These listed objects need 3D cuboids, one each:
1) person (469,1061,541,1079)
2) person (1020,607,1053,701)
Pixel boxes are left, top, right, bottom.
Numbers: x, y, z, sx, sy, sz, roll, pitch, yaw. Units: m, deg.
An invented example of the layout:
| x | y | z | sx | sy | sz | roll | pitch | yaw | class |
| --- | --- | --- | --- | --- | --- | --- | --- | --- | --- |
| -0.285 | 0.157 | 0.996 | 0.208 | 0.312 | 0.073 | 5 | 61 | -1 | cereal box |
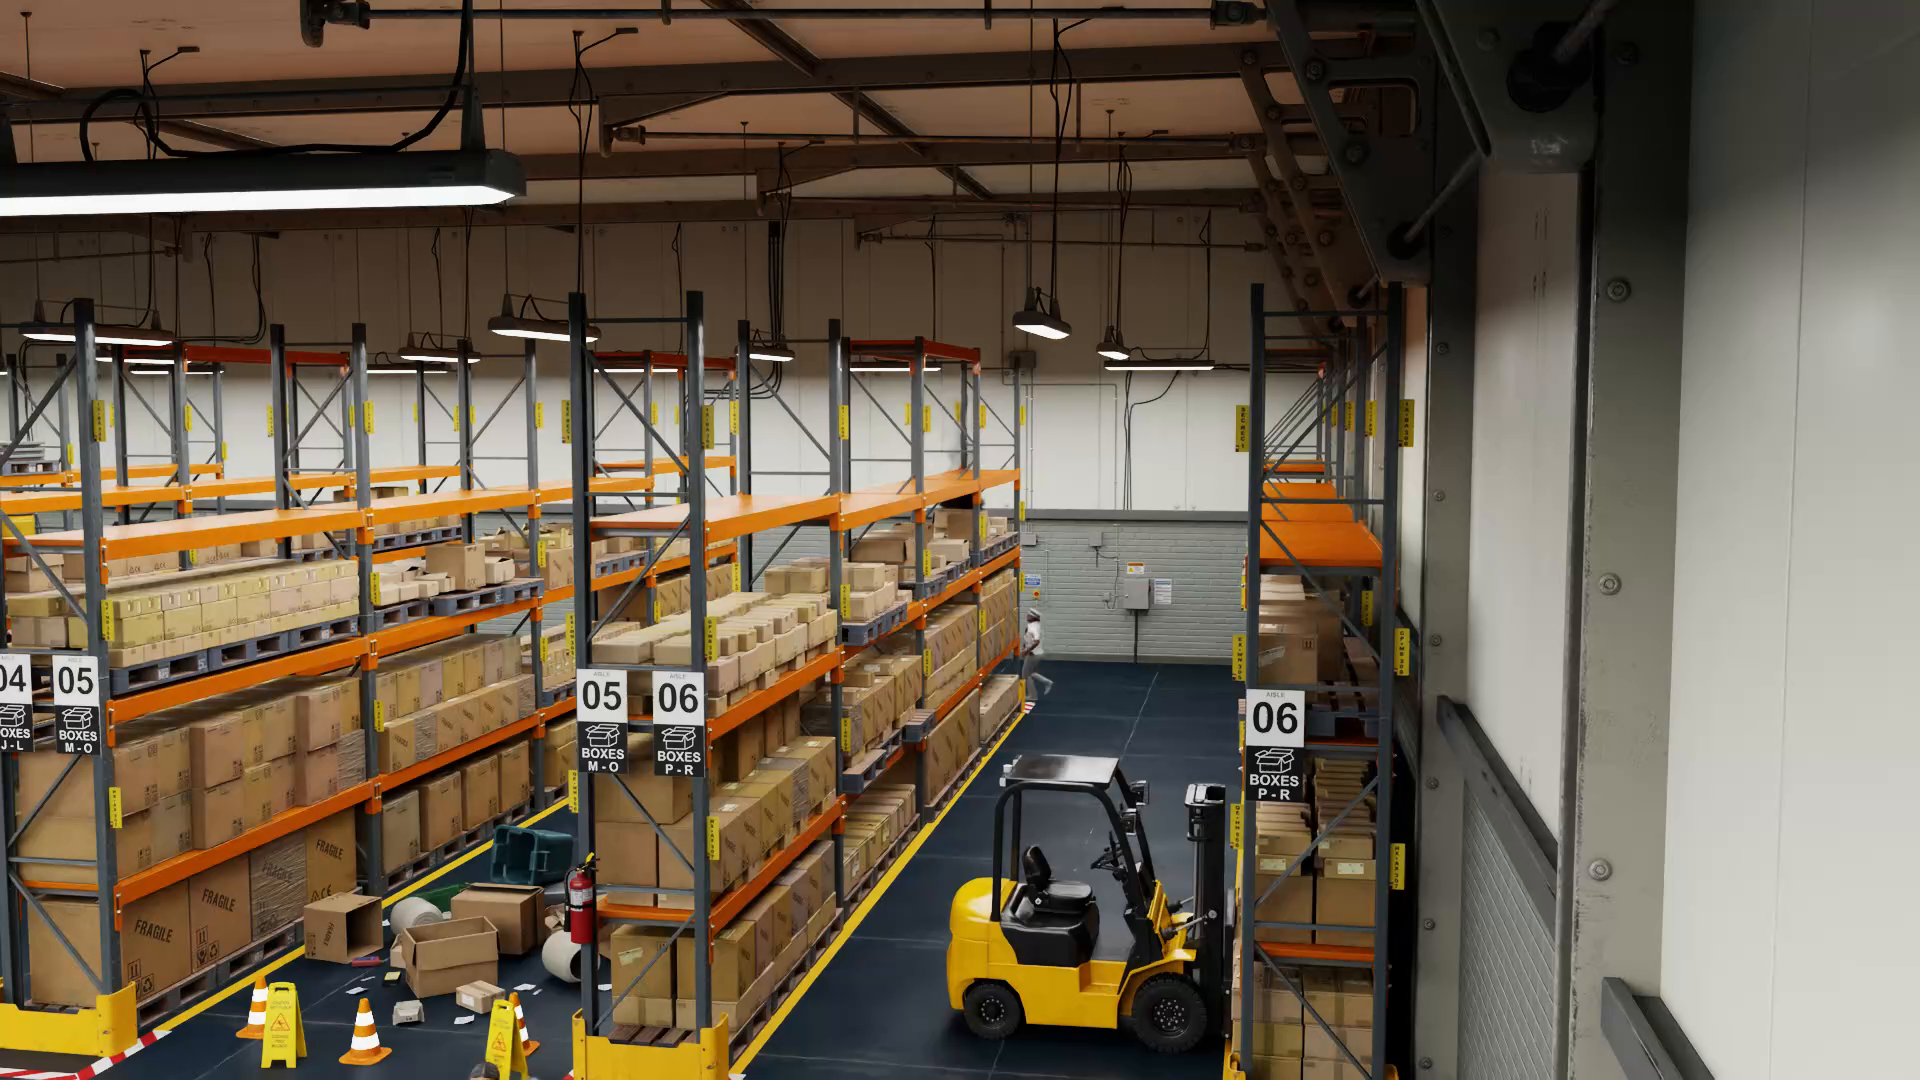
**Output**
| x | y | z | sx | sy | sz | roll | pitch | yaw | class |
| --- | --- | --- | --- | --- | --- | --- | --- | --- | --- |
| -2.629 | 3.648 | 9.577 | 0.649 | 1.612 | 0.957 | 0 | 5 | -5 | person |
| 1.323 | 2.000 | 29.084 | 0.589 | 1.655 | 0.563 | 1 | 5 | 13 | person |
